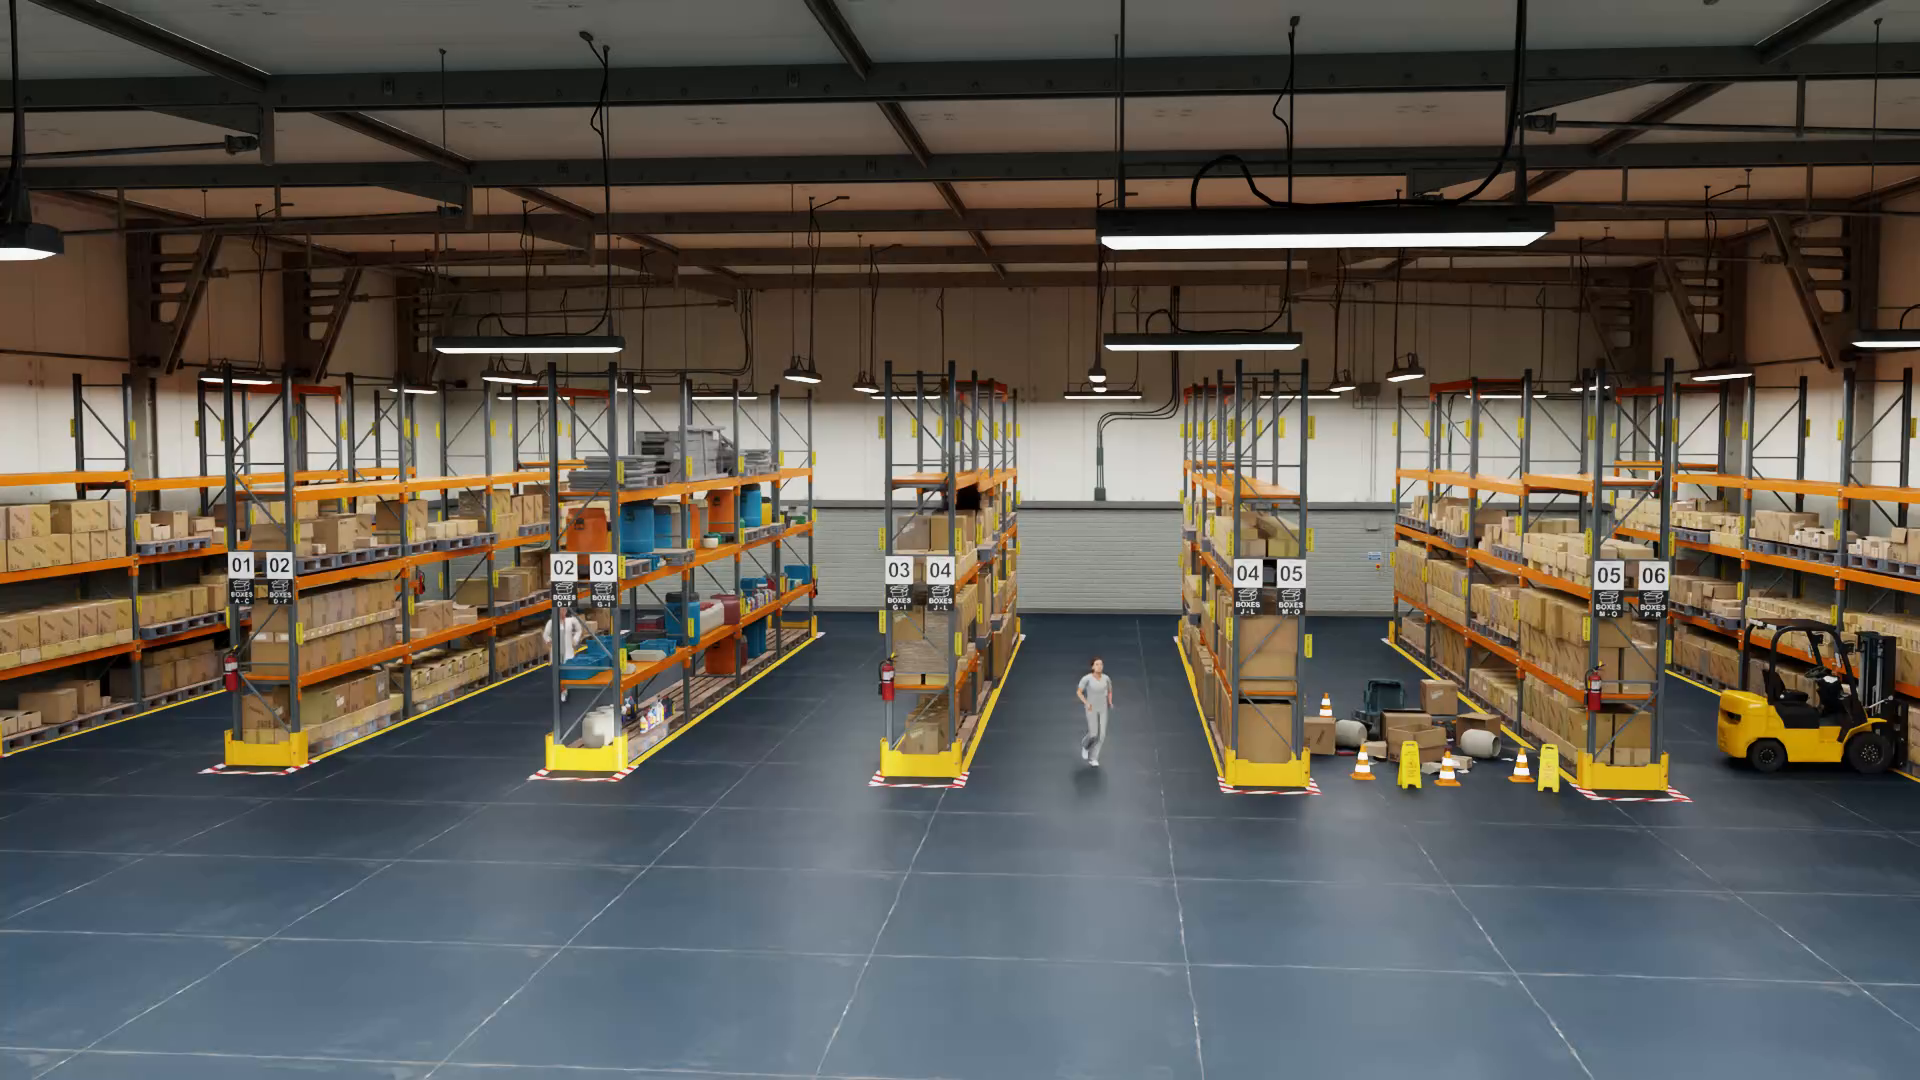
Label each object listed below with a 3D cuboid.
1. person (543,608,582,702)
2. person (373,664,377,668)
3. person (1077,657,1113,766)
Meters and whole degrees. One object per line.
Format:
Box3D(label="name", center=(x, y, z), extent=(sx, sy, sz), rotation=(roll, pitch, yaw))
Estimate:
Box3D(label="person", center=(-7.417, 2.090, 31.038), extent=(0.712, 1.764, 0.918), rotation=(-1, 4, -11))
Box3D(label="person", center=(-11.548, 2.066, 32.352), extent=(0.599, 1.628, 0.531), rotation=(1, 4, 12))
Box3D(label="person", center=(2.036, 2.555, 24.819), extent=(0.548, 1.623, 0.554), rotation=(-1, 4, -17))
